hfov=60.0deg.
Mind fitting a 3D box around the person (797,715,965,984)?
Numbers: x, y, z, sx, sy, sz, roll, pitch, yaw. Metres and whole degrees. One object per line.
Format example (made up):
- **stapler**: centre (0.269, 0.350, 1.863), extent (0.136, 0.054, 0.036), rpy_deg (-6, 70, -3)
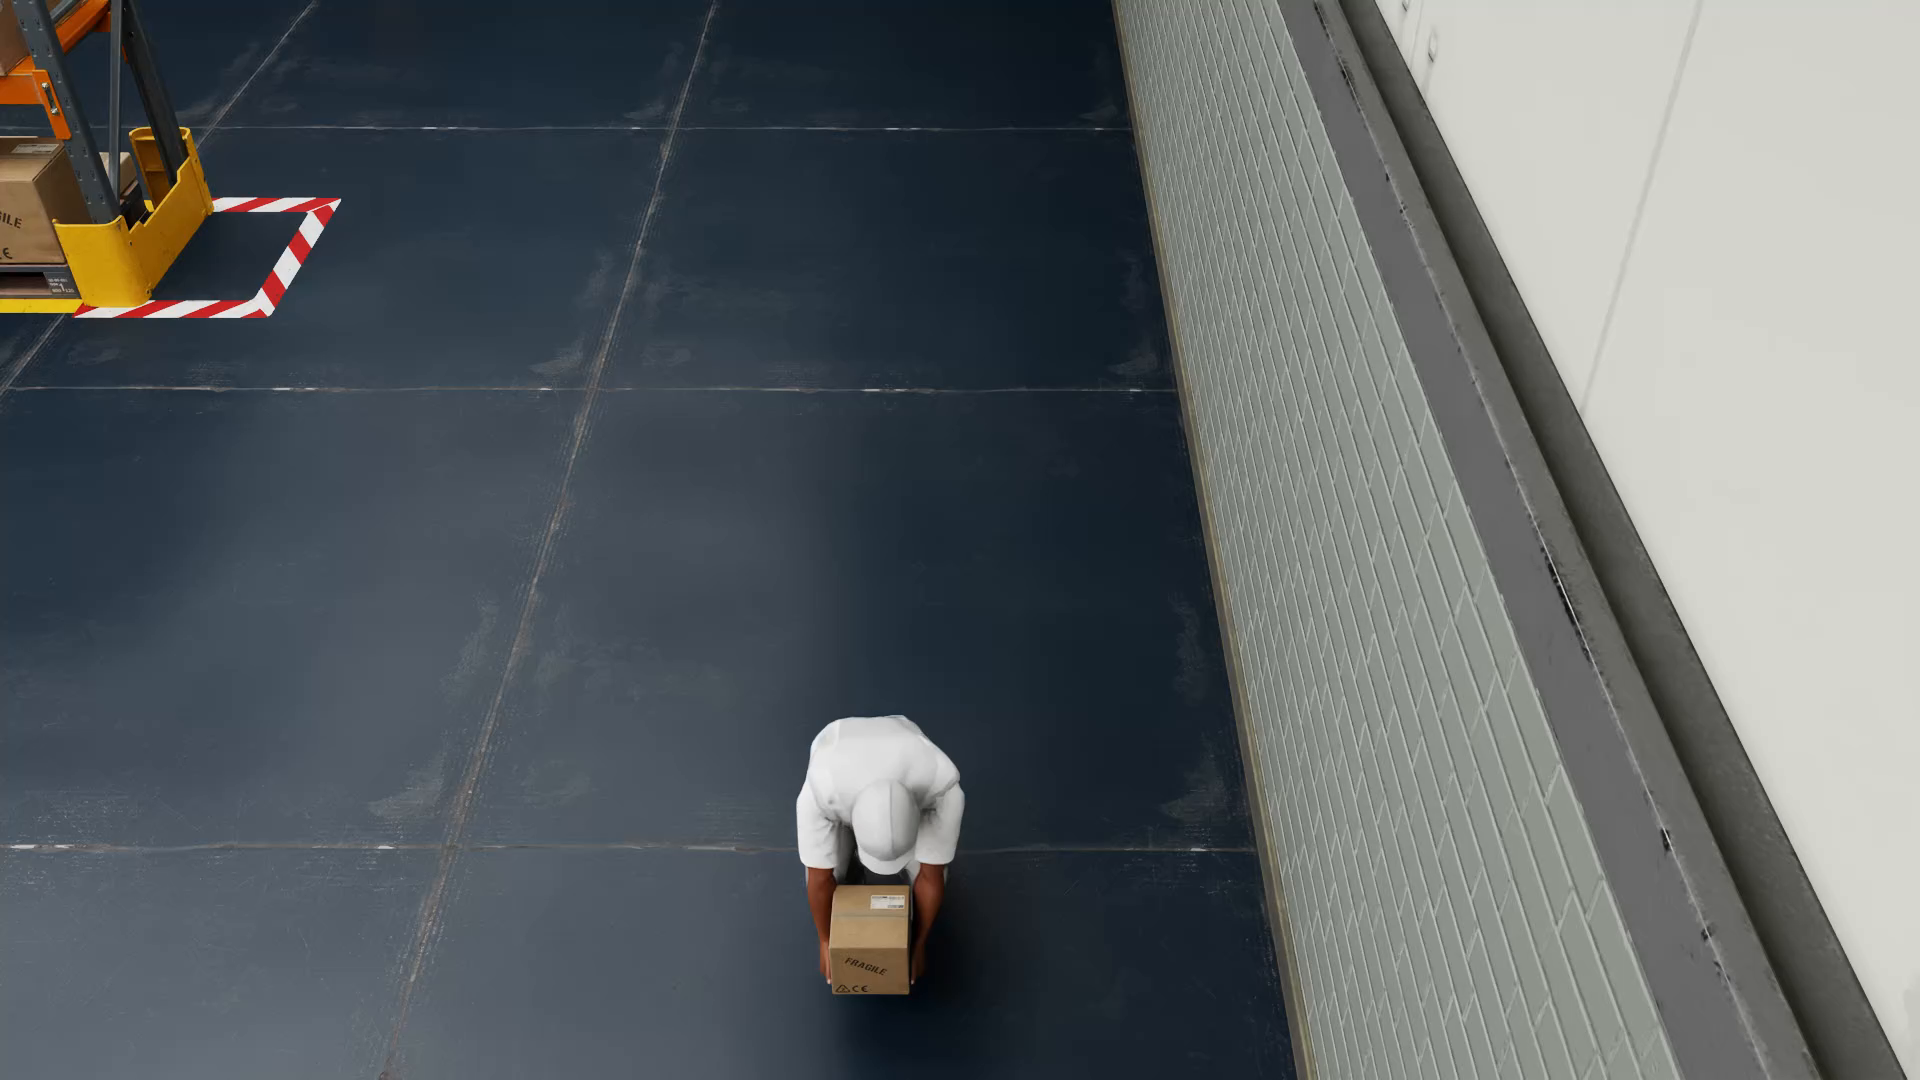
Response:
- **person**: centre (-0.257, 0.959, 5.565), extent (0.541, 1.017, 0.887), rpy_deg (-1, 39, -1)
